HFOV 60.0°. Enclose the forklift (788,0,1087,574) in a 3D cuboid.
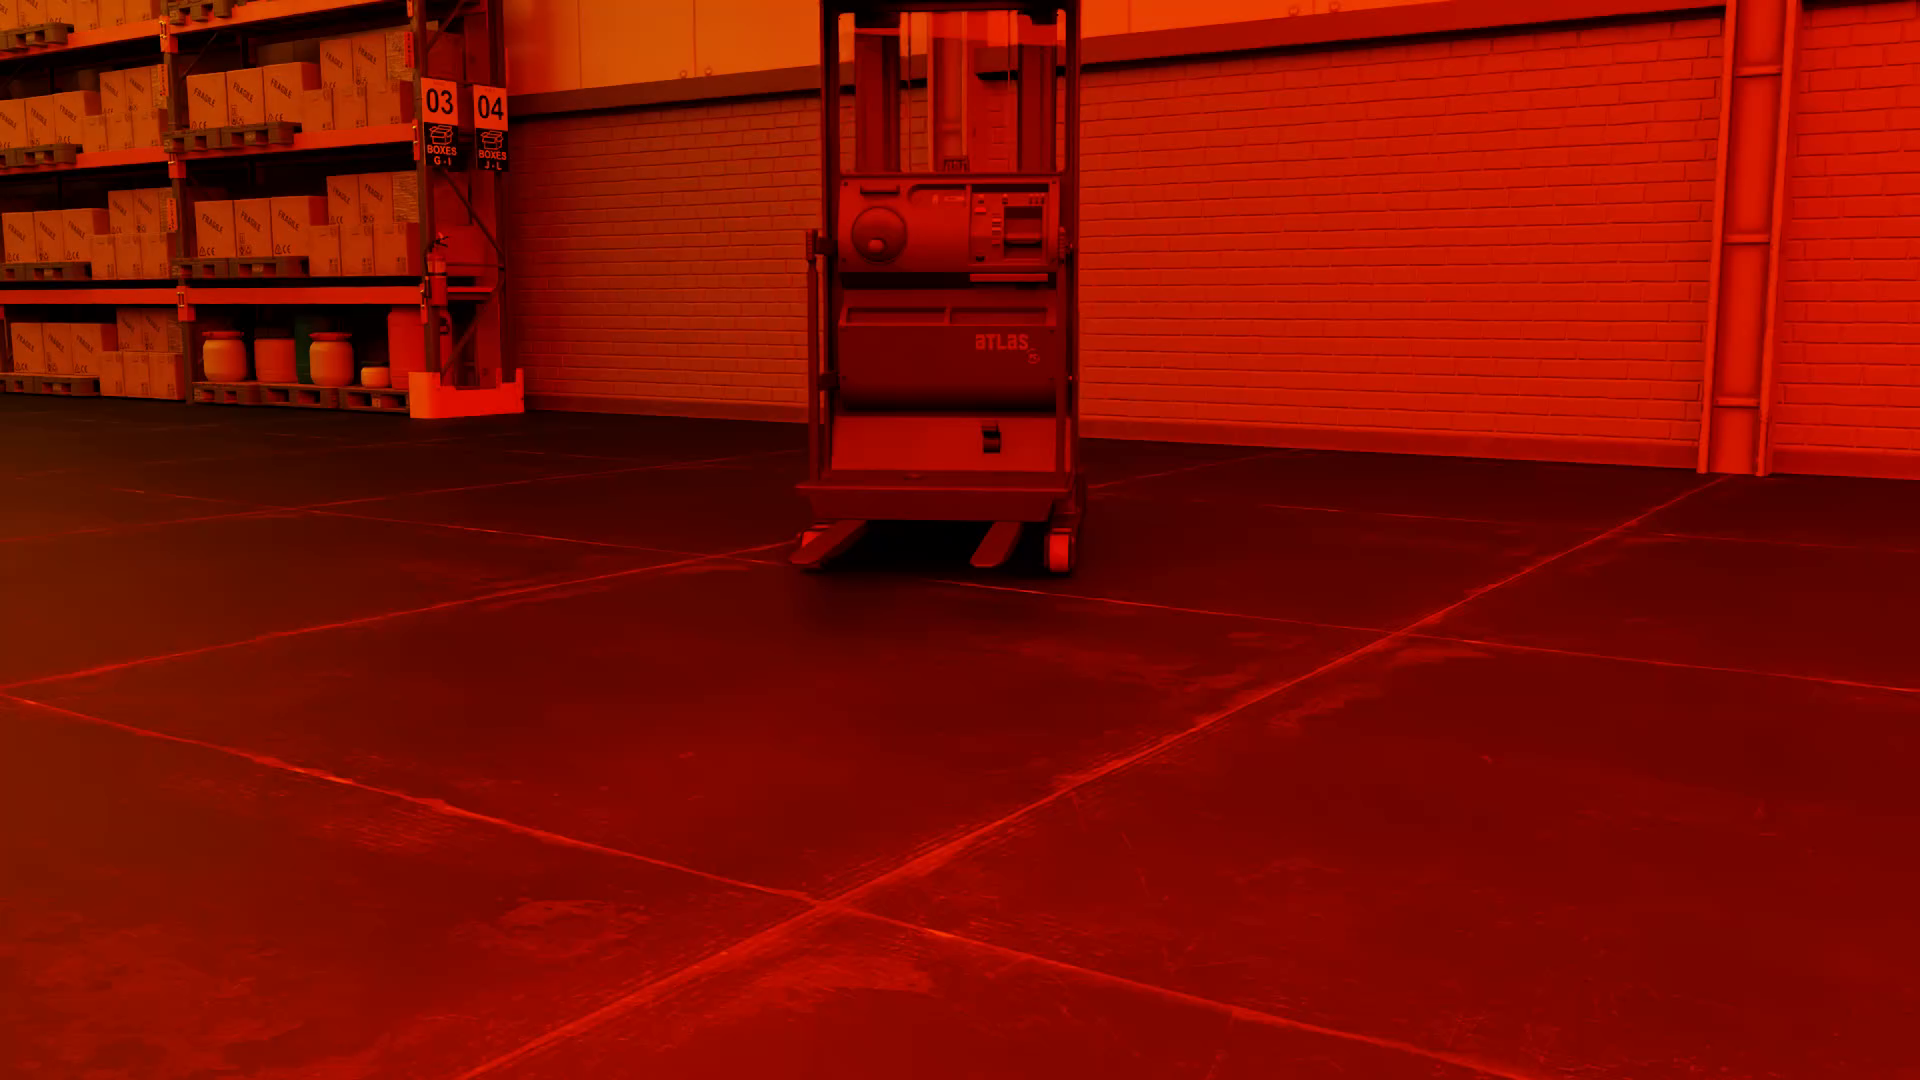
[{"bbox_3d":[-0.067,-1.362,6.772,1.130,2.935,3.031,1,8,6],"label":"forklift"}]
